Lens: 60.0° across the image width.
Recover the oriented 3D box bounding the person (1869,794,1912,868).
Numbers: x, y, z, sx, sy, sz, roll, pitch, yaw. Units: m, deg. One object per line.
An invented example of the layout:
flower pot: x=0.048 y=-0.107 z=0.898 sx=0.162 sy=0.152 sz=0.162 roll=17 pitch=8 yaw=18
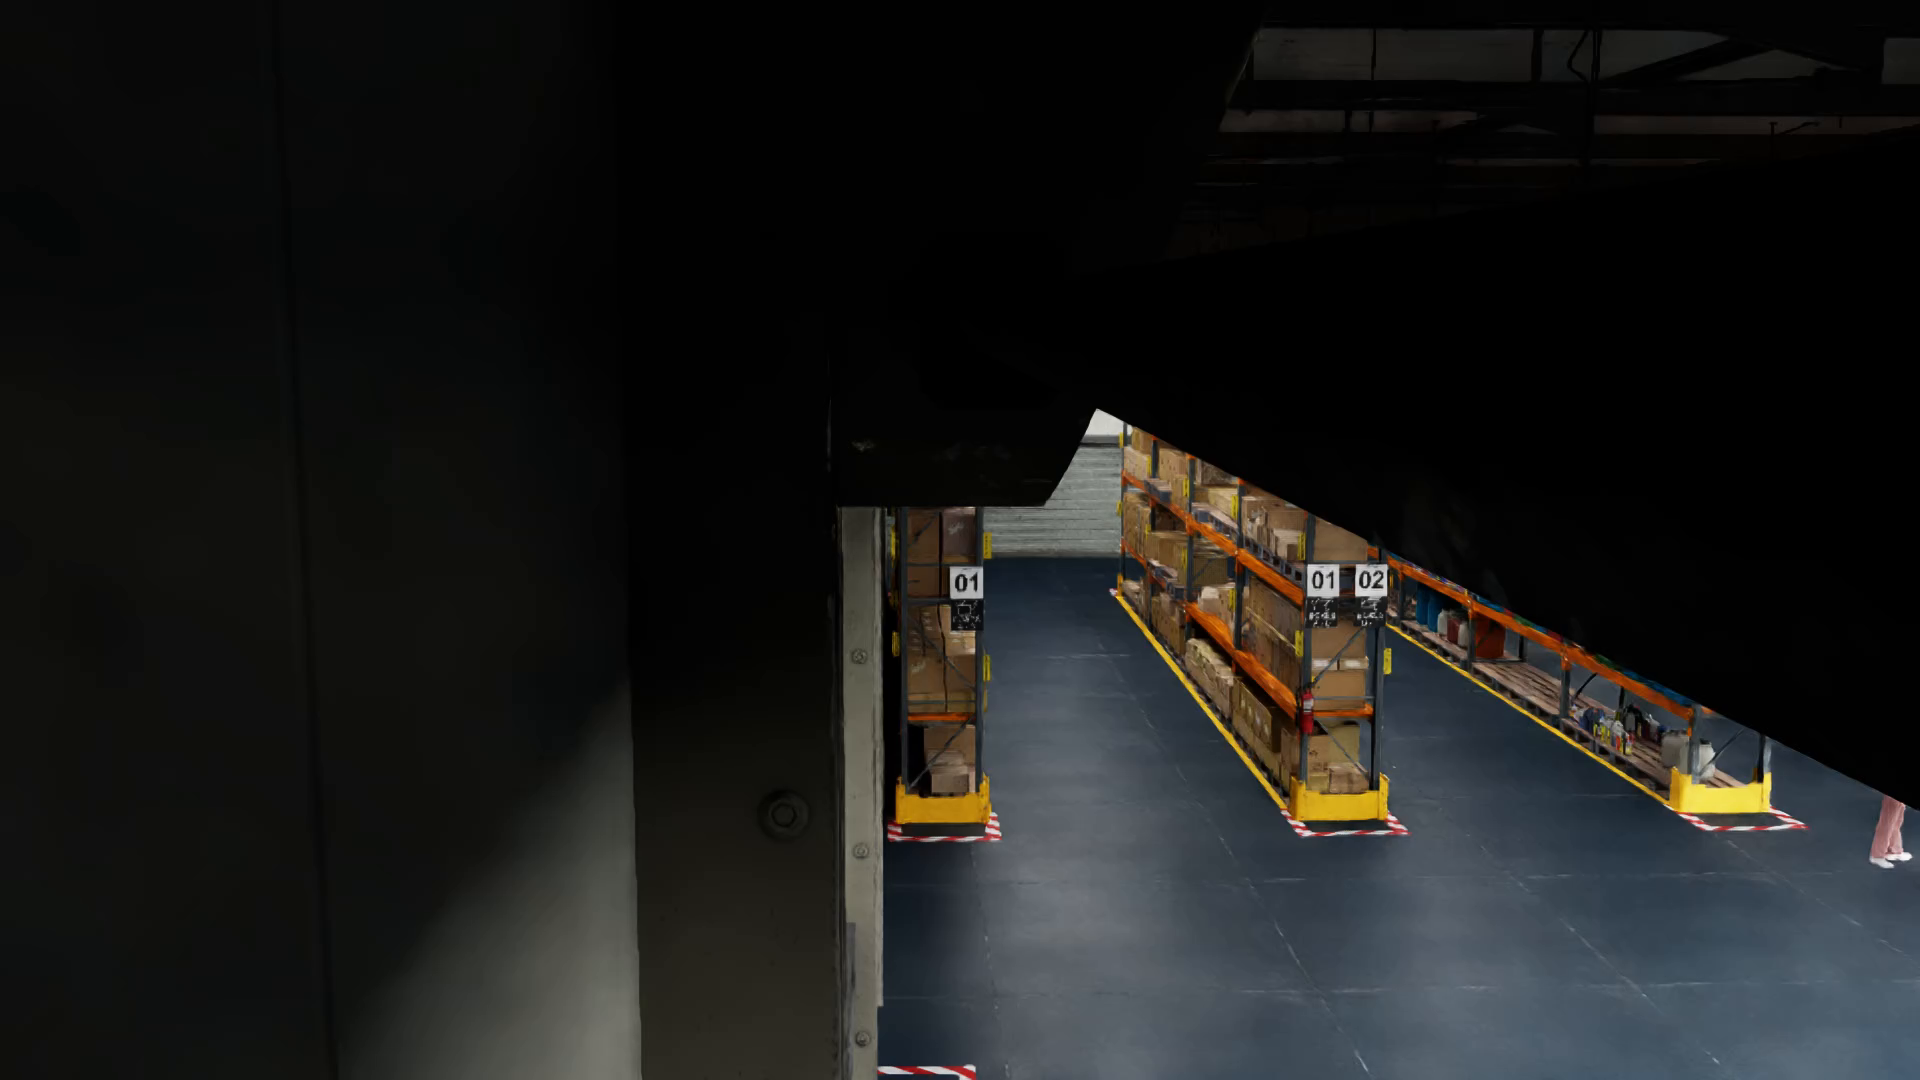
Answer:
person: x=10.627 y=2.860 z=18.864 sx=0.466 sy=1.674 sz=0.570 roll=3 pitch=9 yaw=23
